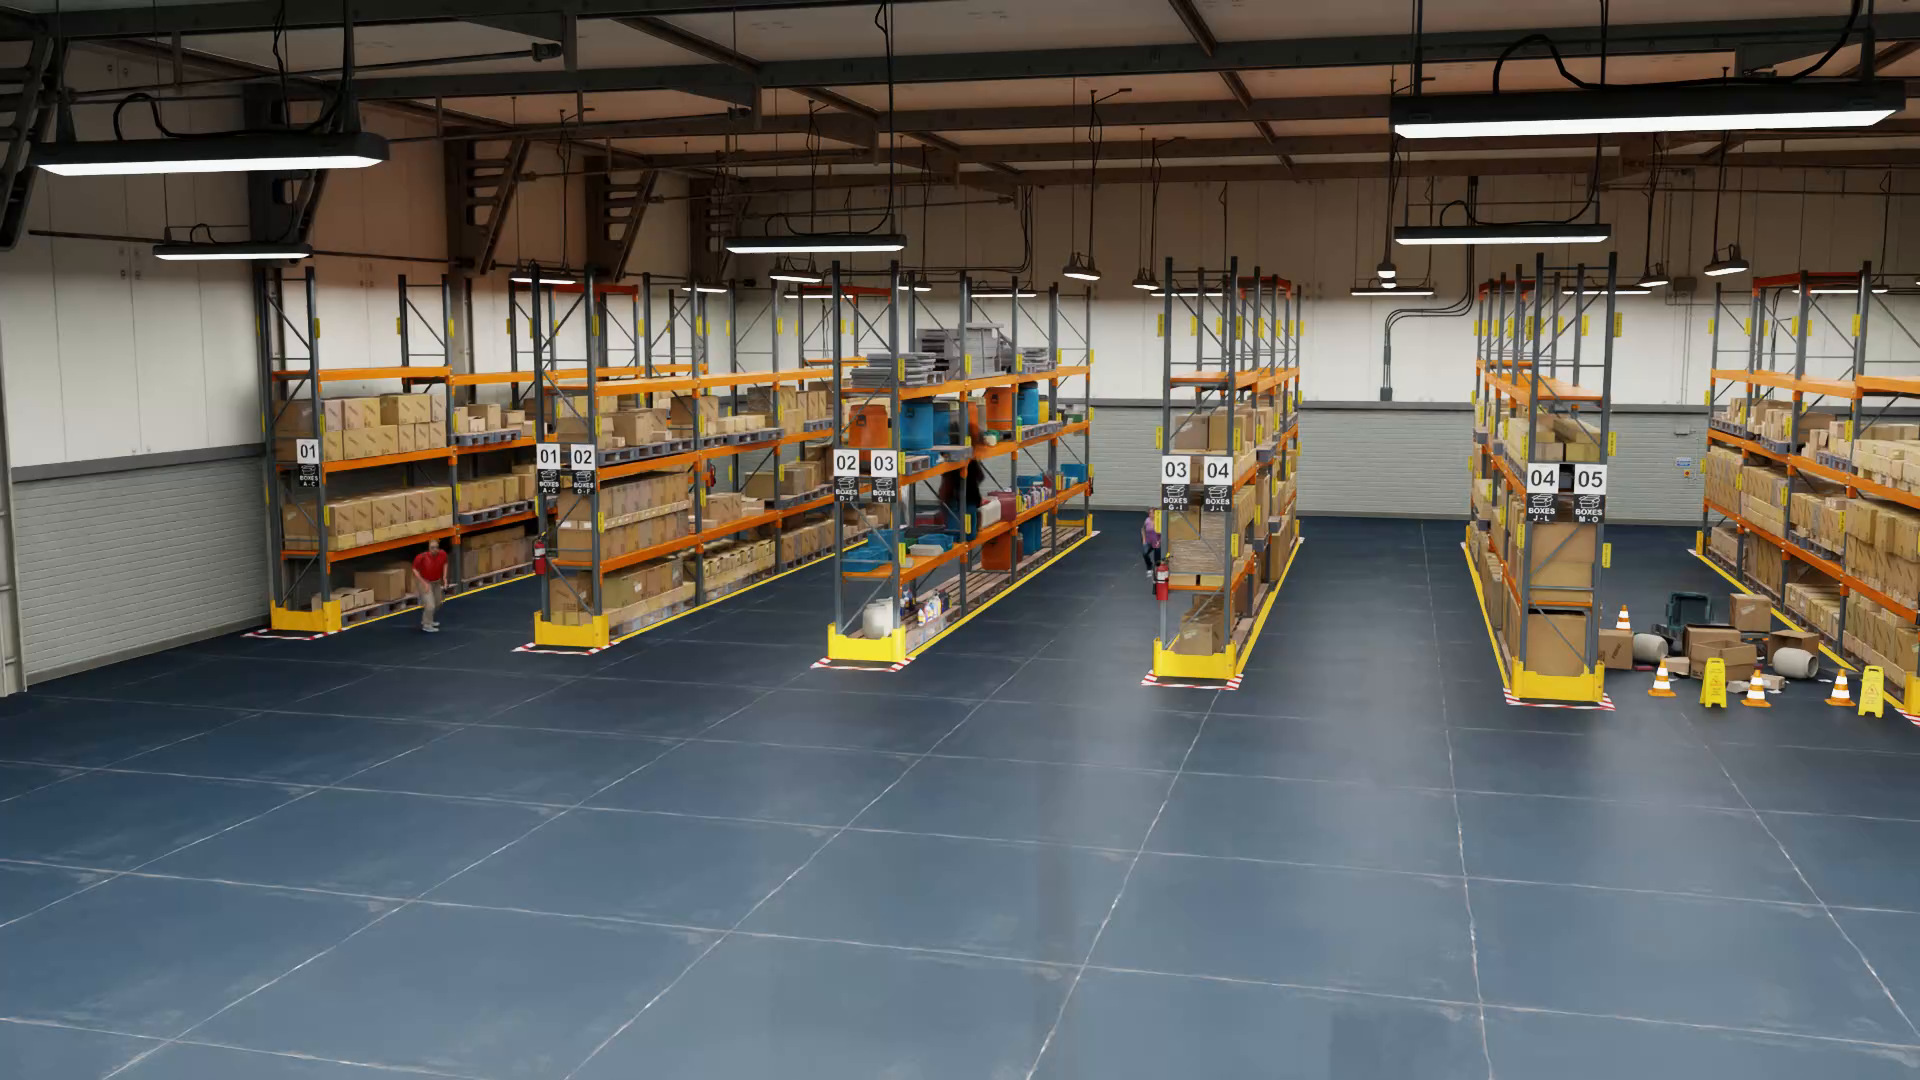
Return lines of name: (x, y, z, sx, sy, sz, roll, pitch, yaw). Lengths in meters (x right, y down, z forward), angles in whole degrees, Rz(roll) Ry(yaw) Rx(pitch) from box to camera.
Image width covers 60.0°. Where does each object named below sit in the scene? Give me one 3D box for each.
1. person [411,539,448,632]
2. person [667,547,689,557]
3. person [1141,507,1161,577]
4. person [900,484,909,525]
person: (-8.813, 0.737, 27.589, 0.845, 1.580, 0.716, 4, 9, 32)
person: (-5.820, -0.142, 34.291, 0.525, 1.683, 0.784, 2, 7, 13)
person: (3.754, 0.097, 32.168, 0.548, 1.500, 0.869, 2, 8, 18)
person: (-1.485, -1.258, 42.659, 0.795, 1.782, 0.696, 3, 8, 19)
